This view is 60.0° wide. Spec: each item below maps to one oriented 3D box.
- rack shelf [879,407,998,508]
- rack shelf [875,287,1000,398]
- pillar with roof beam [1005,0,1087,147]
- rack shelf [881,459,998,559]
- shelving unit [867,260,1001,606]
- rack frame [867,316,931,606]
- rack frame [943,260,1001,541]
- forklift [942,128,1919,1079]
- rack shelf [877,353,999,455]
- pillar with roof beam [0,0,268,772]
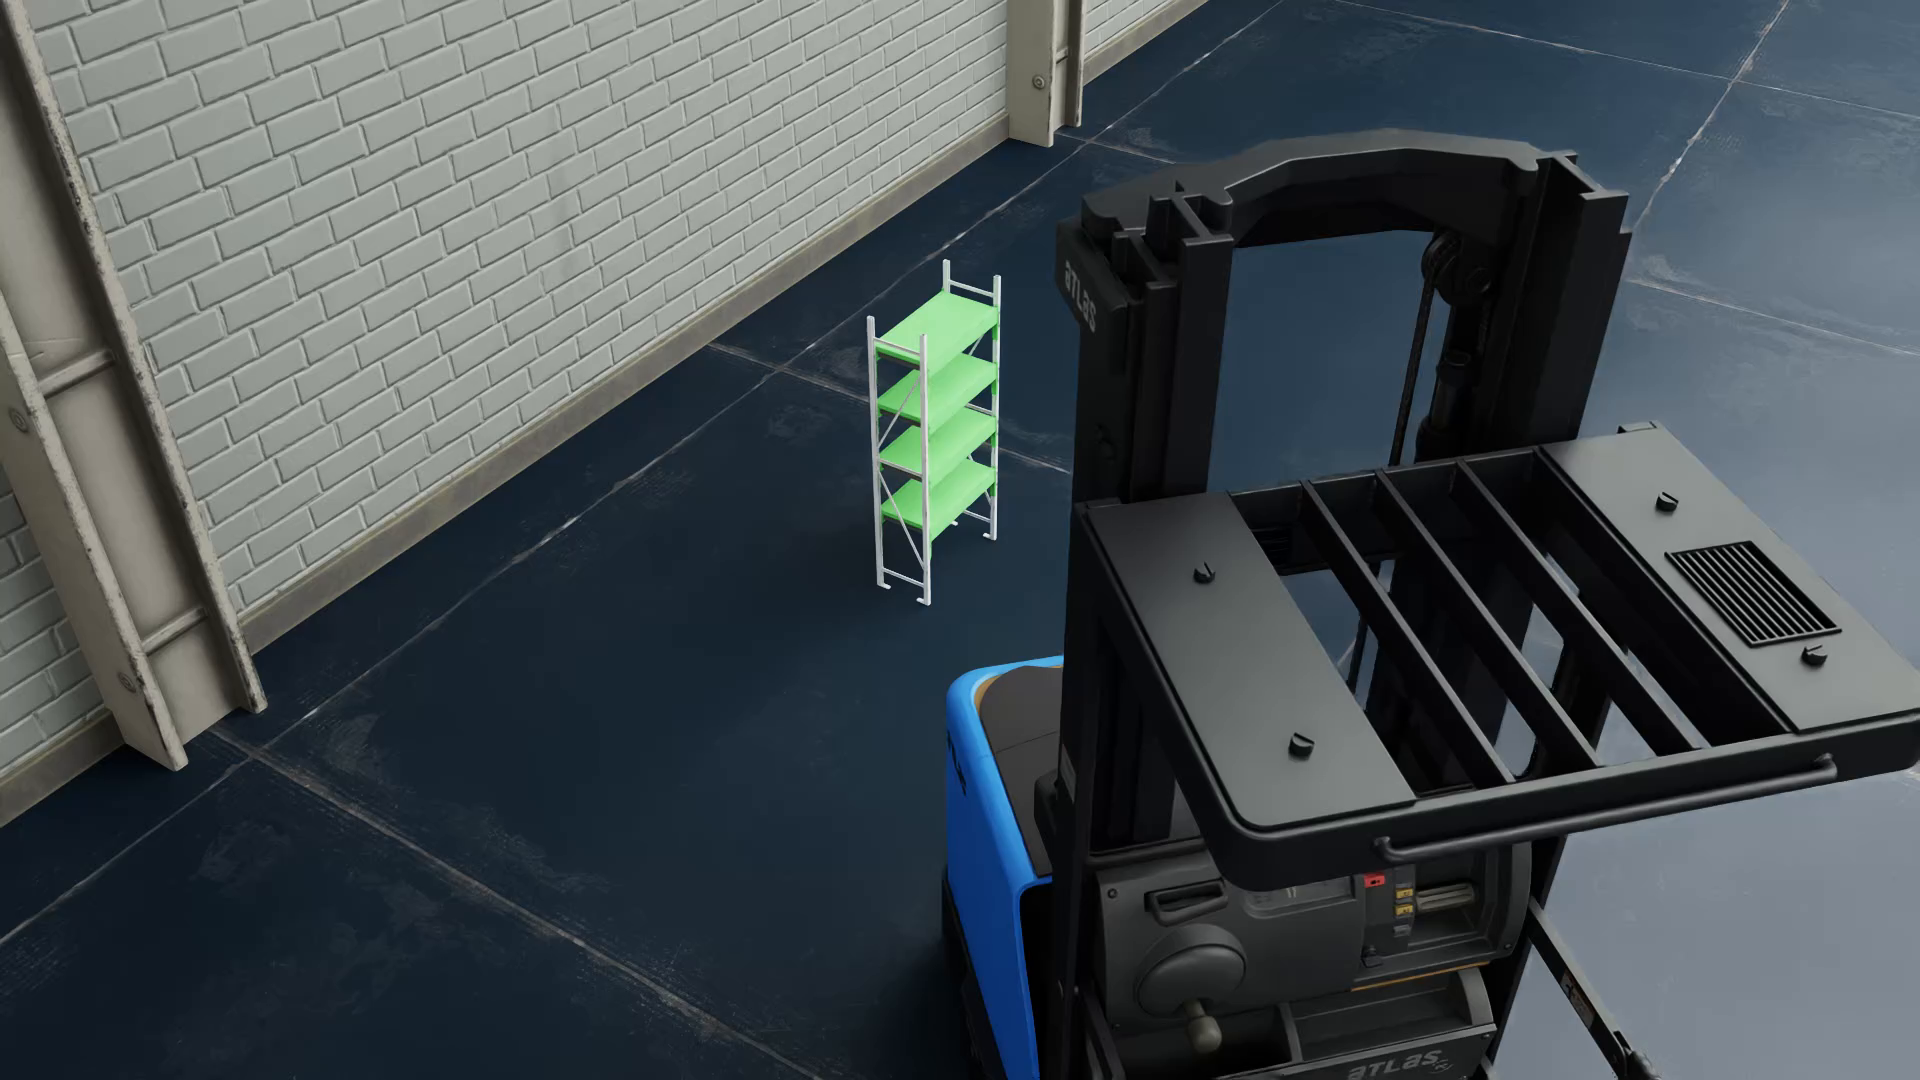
[{"bbox_3d":[-0.089,-0.339,6.312,0.258,0.148,0.480,21,42,25],"label":"rack shelf"},{"bbox_3d":[-0.089,-0.719,6.019,0.258,0.148,0.480,21,42,25],"label":"rack shelf"},{"bbox_3d":[4.130,-4.603,5.351,9.100,9.000,0.400,21,42,25],"label":"pillar with roof beam"},{"bbox_3d":[-0.089,-0.149,6.459,0.258,0.148,0.480,21,42,25],"label":"rack shelf"},{"bbox_3d":[-0.089,-0.390,6.273,0.258,1.200,0.503,21,42,25],"label":"shelving unit"},{"bbox_3d":[-0.219,-0.264,6.110,0.240,1.200,0.015,21,42,25],"label":"rack frame"},{"bbox_3d":[0.042,-0.516,6.436,0.240,1.200,0.015,21,42,25],"label":"rack frame"},{"bbox_3d":[0.785,0.857,3.237,1.130,2.935,3.031,-8,38,-11],"label":"forklift"},{"bbox_3d":[-0.089,-0.529,6.165,0.258,0.148,0.480,21,42,25],"label":"rack shelf"},{"bbox_3d":[0.915,-1.510,1.338,9.100,9.000,0.400,21,42,25],"label":"pillar with roof beam"}]
